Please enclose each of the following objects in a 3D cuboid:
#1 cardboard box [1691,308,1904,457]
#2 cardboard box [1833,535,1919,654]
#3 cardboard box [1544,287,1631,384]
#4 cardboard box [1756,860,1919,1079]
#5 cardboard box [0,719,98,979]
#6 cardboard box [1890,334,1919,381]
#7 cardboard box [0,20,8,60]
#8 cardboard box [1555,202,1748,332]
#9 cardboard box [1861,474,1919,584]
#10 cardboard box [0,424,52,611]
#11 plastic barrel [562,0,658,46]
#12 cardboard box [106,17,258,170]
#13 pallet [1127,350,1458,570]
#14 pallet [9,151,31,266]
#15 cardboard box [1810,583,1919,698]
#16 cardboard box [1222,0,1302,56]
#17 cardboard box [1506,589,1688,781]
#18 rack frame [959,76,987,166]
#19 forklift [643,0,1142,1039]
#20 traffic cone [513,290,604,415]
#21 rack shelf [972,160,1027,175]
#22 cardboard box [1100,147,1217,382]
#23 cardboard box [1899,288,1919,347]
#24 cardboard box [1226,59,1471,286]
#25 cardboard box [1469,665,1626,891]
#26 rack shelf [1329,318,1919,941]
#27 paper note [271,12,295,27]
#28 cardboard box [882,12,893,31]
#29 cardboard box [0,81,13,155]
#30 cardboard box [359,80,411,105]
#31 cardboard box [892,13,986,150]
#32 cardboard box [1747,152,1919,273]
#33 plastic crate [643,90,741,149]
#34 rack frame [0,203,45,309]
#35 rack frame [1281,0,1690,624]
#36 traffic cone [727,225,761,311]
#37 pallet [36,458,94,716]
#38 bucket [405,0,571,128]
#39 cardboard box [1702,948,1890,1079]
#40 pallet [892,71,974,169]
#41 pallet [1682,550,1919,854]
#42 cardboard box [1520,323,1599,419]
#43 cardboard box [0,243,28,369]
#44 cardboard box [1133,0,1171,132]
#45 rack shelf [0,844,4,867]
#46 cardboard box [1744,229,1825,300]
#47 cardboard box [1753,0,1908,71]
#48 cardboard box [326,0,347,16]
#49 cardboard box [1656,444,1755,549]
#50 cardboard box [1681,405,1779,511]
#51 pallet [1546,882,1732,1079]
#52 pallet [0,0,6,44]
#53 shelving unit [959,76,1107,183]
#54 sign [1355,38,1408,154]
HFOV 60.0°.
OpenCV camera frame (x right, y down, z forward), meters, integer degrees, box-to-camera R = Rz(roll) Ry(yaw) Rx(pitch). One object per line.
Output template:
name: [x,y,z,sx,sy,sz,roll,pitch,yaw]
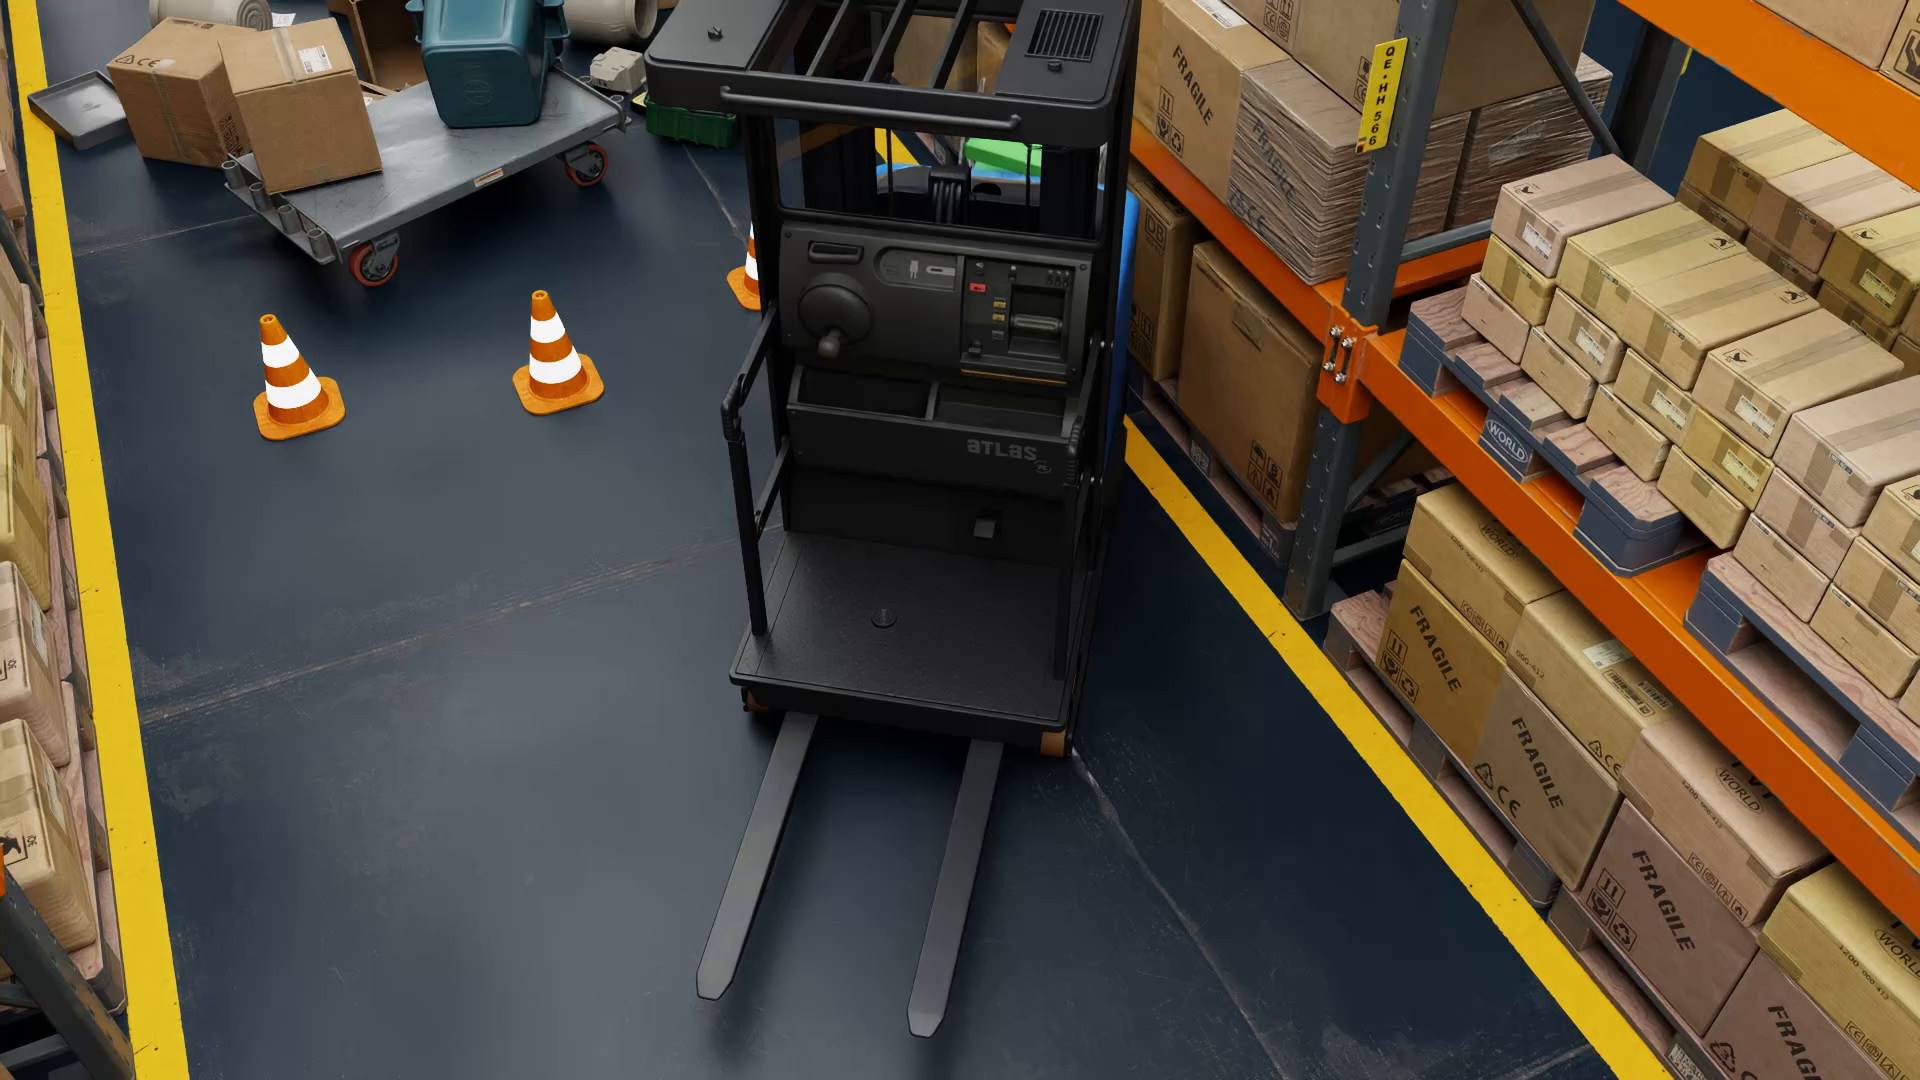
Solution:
cardboard box: [1.987,-0.378,3.953,0.380,0.149,0.250,-20,48,-19]
cardboard box: [2.207,0.067,3.714,0.380,0.149,0.250,-18,48,-18]
cardboard box: [1.780,-0.581,4.371,0.380,0.149,0.250,-16,47,-16]
cardboard box: [2.343,1.004,4.044,0.500,0.250,0.500,-20,48,-19]
cardboard box: [-3.034,0.995,4.678,0.950,0.372,0.625,-21,48,-20]
cardboard box: [2.596,-0.444,4.232,0.380,0.149,0.250,-18,47,-17]
cardboard box: [-5.149,-2.597,8.405,0.500,0.250,0.500,-20,48,-19]
cardboard box: [1.777,-0.704,4.284,0.380,0.149,0.250,-19,48,-18]
cardboard box: [2.216,-0.038,3.609,0.380,0.149,0.250,-17,47,-16]
cardboard box: [-3.665,0.042,5.644,0.950,0.372,0.625,-17,47,-16]
plastic barrel: [-1.907,-2.856,8.843,0.512,0.421,0.421,11,46,11]
cardboard box: [-3.703,-2.173,8.095,0.500,0.500,0.500,11,46,11]
pallet: [1.380,-0.487,6.593,1.003,0.211,1.213,-18,47,-17]
pallet: [-4.802,-1.402,7.521,1.003,0.211,1.213,-18,47,-17]
cardboard box: [2.208,0.175,3.817,0.380,0.149,0.250,-17,47,-17]
cardboard box: [1.250,-1.957,5.315,0.700,0.500,0.500,-19,48,-18]
cardboard box: [1.927,0.353,4.704,0.500,0.250,0.500,-19,48,-18]
rack frame: [0.019,-1.300,6.605,0.015,1.200,0.240,18,58,7]
forklift: [-0.119,-0.610,4.781,1.130,2.935,3.031,8,45,8]
traffic cone: [-1.666,-0.808,6.739,0.336,0.463,0.334,-18,47,-17]
rack shelf: [0.260,-1.322,6.426,0.480,0.148,0.258,18,58,7]
cardboard box: [1.098,-1.274,6.708,1.050,0.750,0.750,-17,47,-17]
cardboard box: [2.595,-0.553,4.131,0.380,0.149,0.250,-17,47,-16]
cardboard box: [1.210,-1.198,5.257,0.500,0.500,0.500,-18,47,-17]
cardboard box: [1.924,0.631,4.955,0.500,0.500,0.500,-17,47,-17]
rack shelf: [2.484,0.576,4.043,1.077,0.370,4.000,-18,47,-17]
paper note: [-3.745,-2.865,9.140,0.148,0.019,0.142,-3,45,-3]
cardboard box: [-0.240,-3.318,8.691,0.875,0.875,0.875,-17,47,-17]
cardboard box: [-4.725,-1.941,7.740,0.500,0.250,0.500,-16,47,-15]
cardboard box: [-2.882,-2.157,8.247,0.396,0.266,0.258,18,47,18]
cardboard box: [0.304,-2.483,7.934,1.050,0.750,0.750,-18,47,-18]
cardboard box: [2.369,-0.889,4.471,0.380,0.149,0.250,-19,48,-18]
plastic crate: [-1.300,-2.247,8.353,0.450,0.188,0.662,11,45,-3]
rack frame: [-4.487,-1.977,6.118,1.000,3.000,0.127,-18,47,-17]
rack frame: [1.643,-0.955,5.082,1.000,3.000,0.127,-18,47,-17]
traffic cone: [-0.845,-1.300,7.238,0.336,0.463,0.334,-18,47,-17]
pallet: [-3.642,0.290,5.806,1.003,0.211,1.213,-18,47,-17]
bucket: [-2.188,-2.285,7.679,0.726,0.611,0.620,-3,55,-3]
cardboard box: [2.358,1.282,4.295,0.500,0.500,0.500,-19,48,-18]
pallet: [0.354,-2.041,8.169,1.003,0.211,1.213,-18,47,-17]
pallet: [2.513,0.363,3.883,1.003,0.211,1.213,-18,47,-17]
cardboard box: [1.761,-0.499,4.500,0.380,0.149,0.250,-16,47,-15]
cardboard box: [-4.264,-0.858,6.556,0.950,0.372,0.625,-17,47,-17]
cardboard box: [0.792,-1.835,5.903,0.500,0.500,0.500,-19,48,-18]
rack shelf: [-3.646,-0.447,5.079,1.077,0.370,4.000,-18,47,-17]
cardboard box: [2.378,-0.771,4.563,0.380,0.149,0.250,-16,47,-16]
cardboard box: [1.859,-1.299,3.224,0.500,0.500,0.500,-18,47,-17]
cardboard box: [-3.134,-3.266,9.202,0.637,0.503,0.797,18,47,18]
cardboard box: [1.990,-0.155,4.152,0.380,0.149,0.250,-16,47,-16]
cardboard box: [2.002,-0.251,4.037,0.380,0.149,0.250,-18,47,-17]
pallet: [2.480,1.313,4.769,1.003,0.211,1.213,-18,47,-17]
pallet: [-5.828,-2.957,9.097,1.003,0.211,1.213,-18,47,-17]
shelving unit: [0.250,-1.227,6.573,0.503,1.200,0.258,18,58,7]
sign: [1.141,-1.201,4.507,0.100,0.325,0.005,-18,47,-17]
